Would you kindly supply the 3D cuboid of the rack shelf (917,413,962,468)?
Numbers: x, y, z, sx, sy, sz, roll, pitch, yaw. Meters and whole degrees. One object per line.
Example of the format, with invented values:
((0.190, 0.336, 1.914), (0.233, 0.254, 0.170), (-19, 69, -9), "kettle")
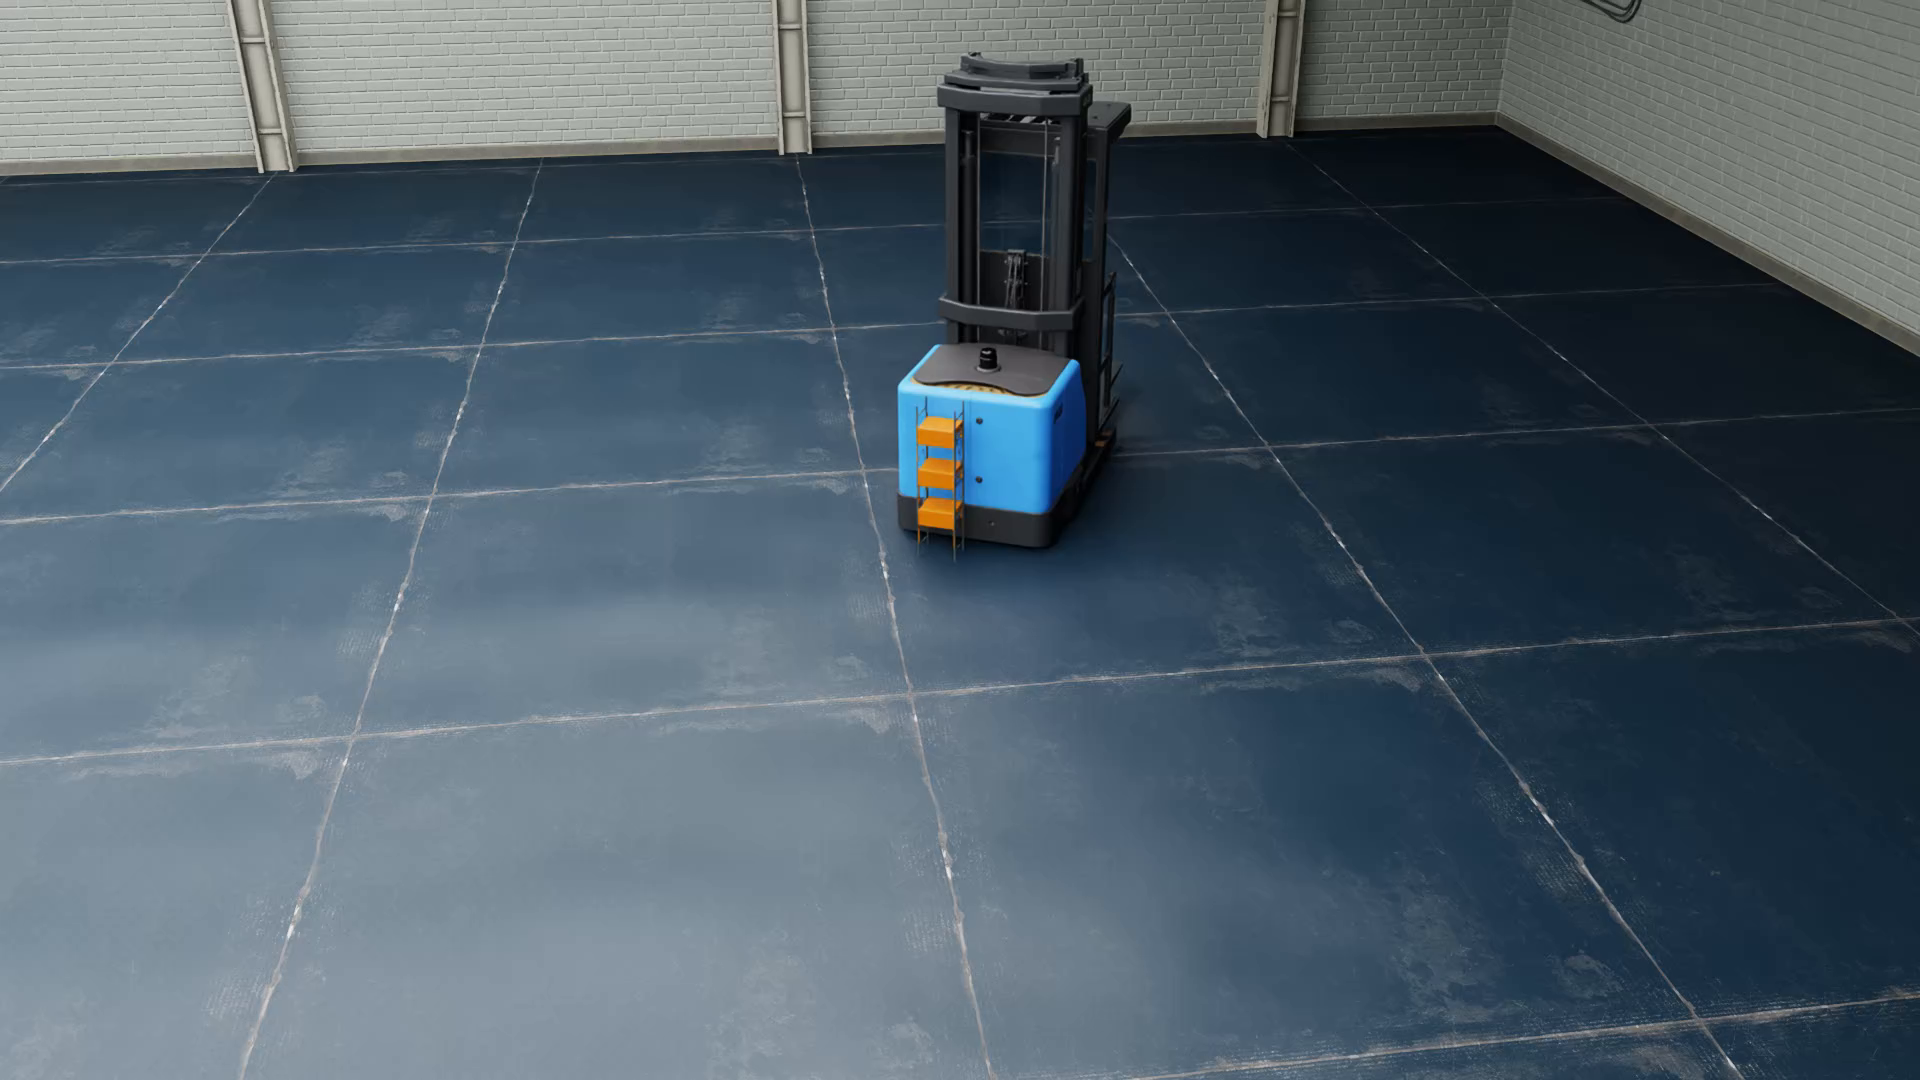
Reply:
((-0.122, -0.623, 10.418), (0.240, 0.259, 0.215), (8, 28, 15), "rack shelf")

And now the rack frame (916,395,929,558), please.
((-0.238, -0.397, 10.576), (0.008, 1.050, 0.200), (8, 28, 15), "rack frame")

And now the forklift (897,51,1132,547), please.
((0.514, -1.910, 11.465), (1.130, 2.935, 3.031), (8, 28, 15), "forklift")

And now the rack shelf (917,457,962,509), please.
((-0.122, -0.371, 10.548), (0.240, 0.259, 0.215), (8, 28, 15), "rack shelf")

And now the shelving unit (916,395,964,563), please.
((-0.122, -0.380, 10.543), (0.252, 1.050, 0.215), (8, 28, 15), "shelving unit")

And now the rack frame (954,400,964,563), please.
((-0.005, -0.364, 10.511), (0.008, 1.050, 0.200), (8, 28, 15), "rack frame")

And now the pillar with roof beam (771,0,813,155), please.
((-1.394, -6.767, 14.284), (0.400, 9.000, 9.100), (-4, 27, -7), "pillar with roof beam")

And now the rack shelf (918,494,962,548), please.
((-0.122, -0.124, 10.675), (0.240, 0.259, 0.215), (8, 28, 15), "rack shelf")

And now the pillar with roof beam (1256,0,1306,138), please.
((4.548, -7.149, 15.027), (0.400, 9.000, 9.100), (-4, 27, -7), "pillar with roof beam")

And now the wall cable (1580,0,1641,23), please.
((7.050, -7.303, 18.729), (0.112, 2.526, 3.097), (-4, 27, -7), "wall cable")

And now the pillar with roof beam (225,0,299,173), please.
((-7.335, -6.385, 13.540), (0.400, 9.000, 9.100), (-4, 27, -7), "pillar with roof beam")
